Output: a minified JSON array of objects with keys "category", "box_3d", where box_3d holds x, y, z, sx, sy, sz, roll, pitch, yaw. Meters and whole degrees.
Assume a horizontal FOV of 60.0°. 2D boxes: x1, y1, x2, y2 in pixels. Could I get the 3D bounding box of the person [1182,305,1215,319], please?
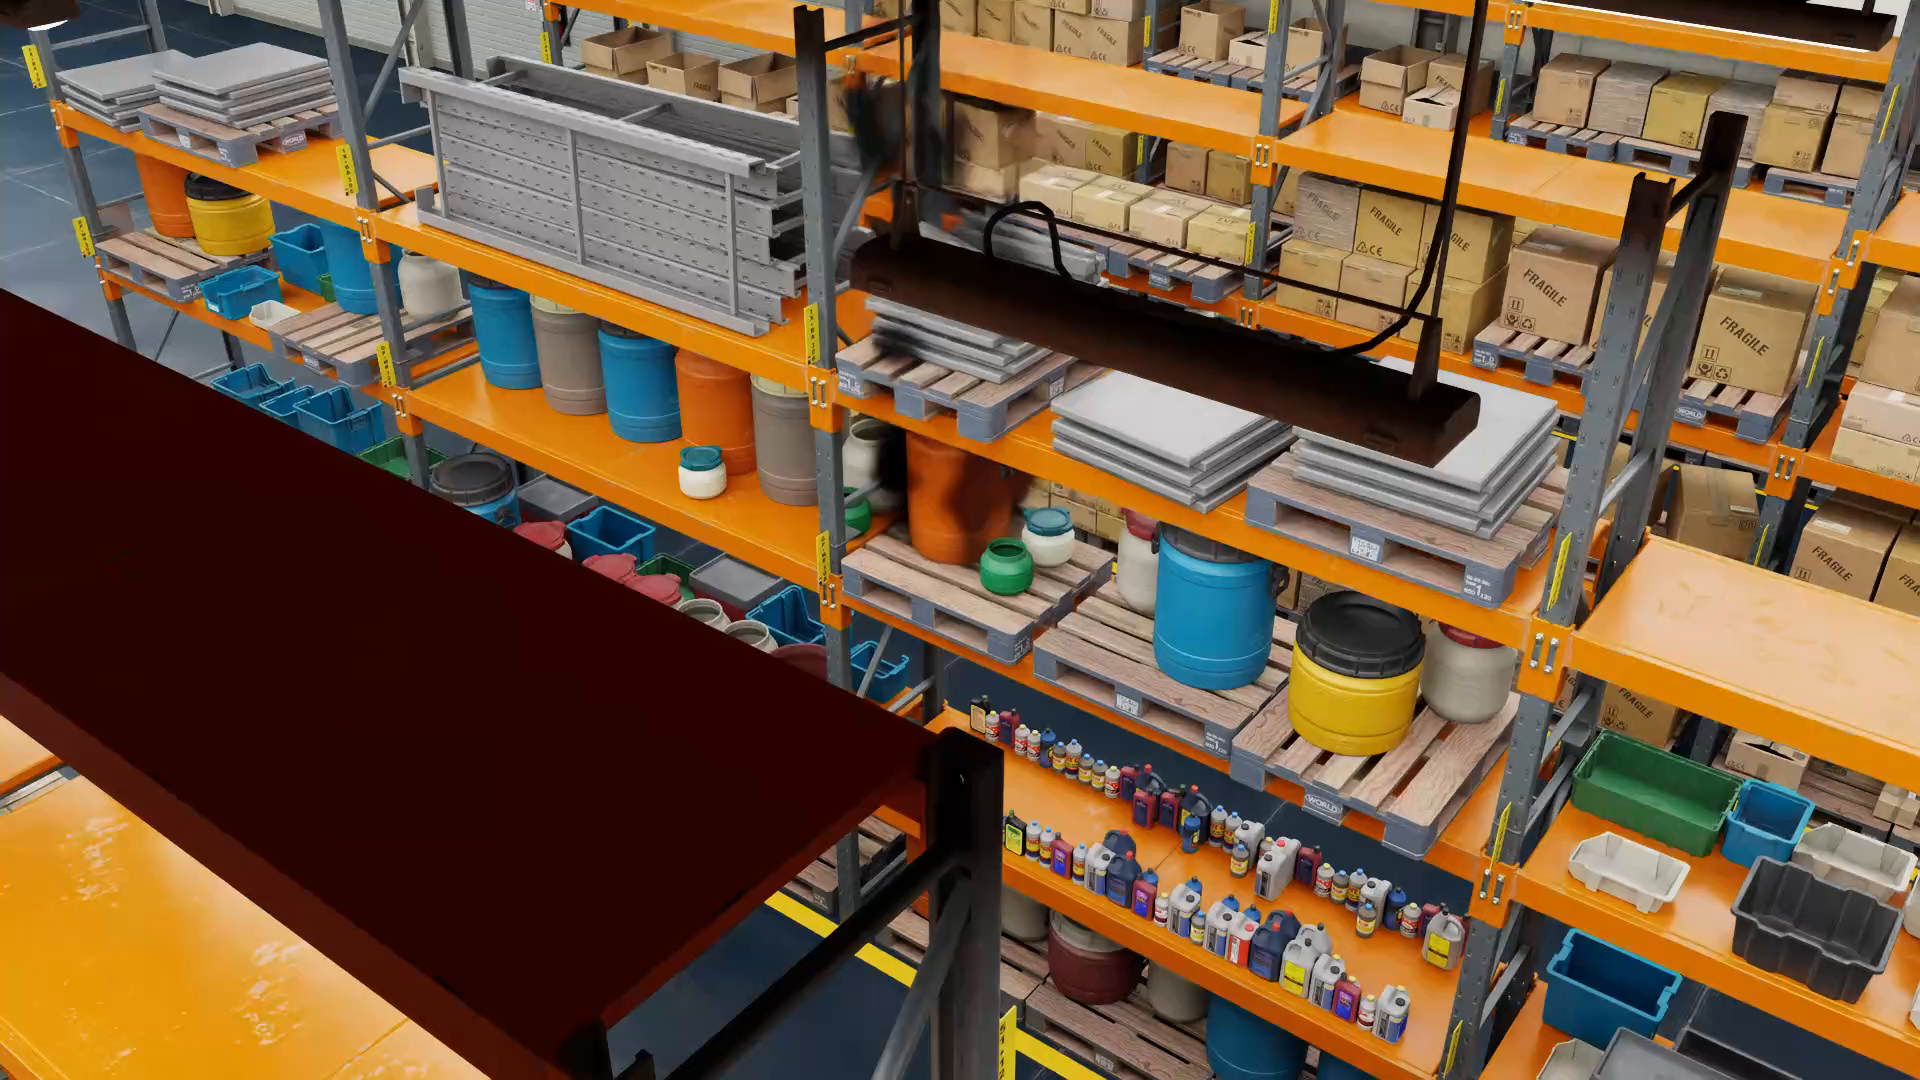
[{"category":"person","box_3d":[2.256,-1.696,16.357,0.734,1.825,0.639,21,37,31]}]
